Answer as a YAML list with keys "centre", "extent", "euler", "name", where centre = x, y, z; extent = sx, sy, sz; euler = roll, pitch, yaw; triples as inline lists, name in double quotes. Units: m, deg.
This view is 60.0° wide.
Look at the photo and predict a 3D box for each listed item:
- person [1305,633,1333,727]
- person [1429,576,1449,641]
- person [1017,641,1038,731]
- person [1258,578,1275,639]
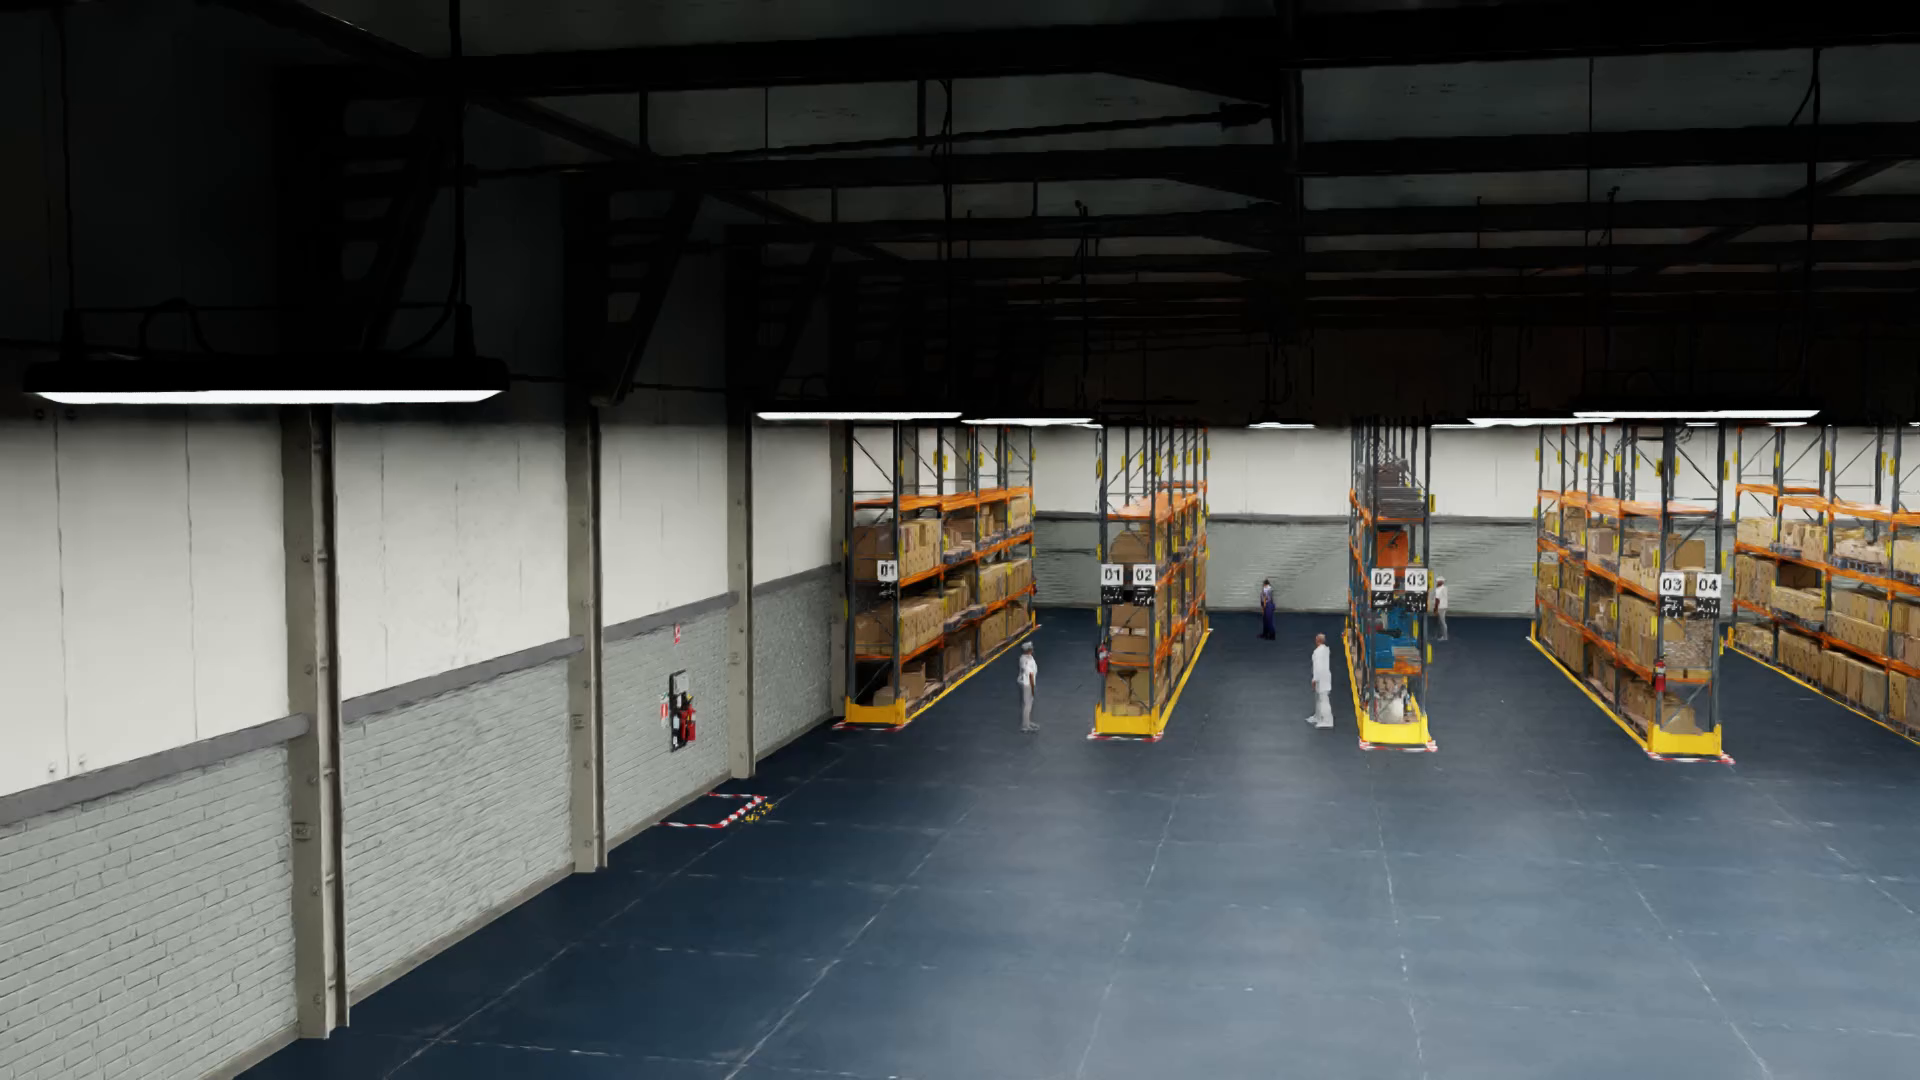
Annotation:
- centre: [6.941, 2.679, 32.090]
  extent: [0.627, 1.772, 0.679]
  euler: [2, 4, 26]
  name: "person"
- centre: [12.950, 1.838, 44.933]
  extent: [0.594, 1.763, 0.681]
  euler: [2, 4, 30]
  name: "person"
- centre: [1.313, 2.768, 31.637]
  extent: [0.416, 1.679, 0.507]
  euler: [-1, 4, -20]
  name: "person"
- centre: [8.400, 1.856, 45.561]
  extent: [0.566, 1.639, 0.636]
  euler: [2, 4, 25]
  name: "person"
